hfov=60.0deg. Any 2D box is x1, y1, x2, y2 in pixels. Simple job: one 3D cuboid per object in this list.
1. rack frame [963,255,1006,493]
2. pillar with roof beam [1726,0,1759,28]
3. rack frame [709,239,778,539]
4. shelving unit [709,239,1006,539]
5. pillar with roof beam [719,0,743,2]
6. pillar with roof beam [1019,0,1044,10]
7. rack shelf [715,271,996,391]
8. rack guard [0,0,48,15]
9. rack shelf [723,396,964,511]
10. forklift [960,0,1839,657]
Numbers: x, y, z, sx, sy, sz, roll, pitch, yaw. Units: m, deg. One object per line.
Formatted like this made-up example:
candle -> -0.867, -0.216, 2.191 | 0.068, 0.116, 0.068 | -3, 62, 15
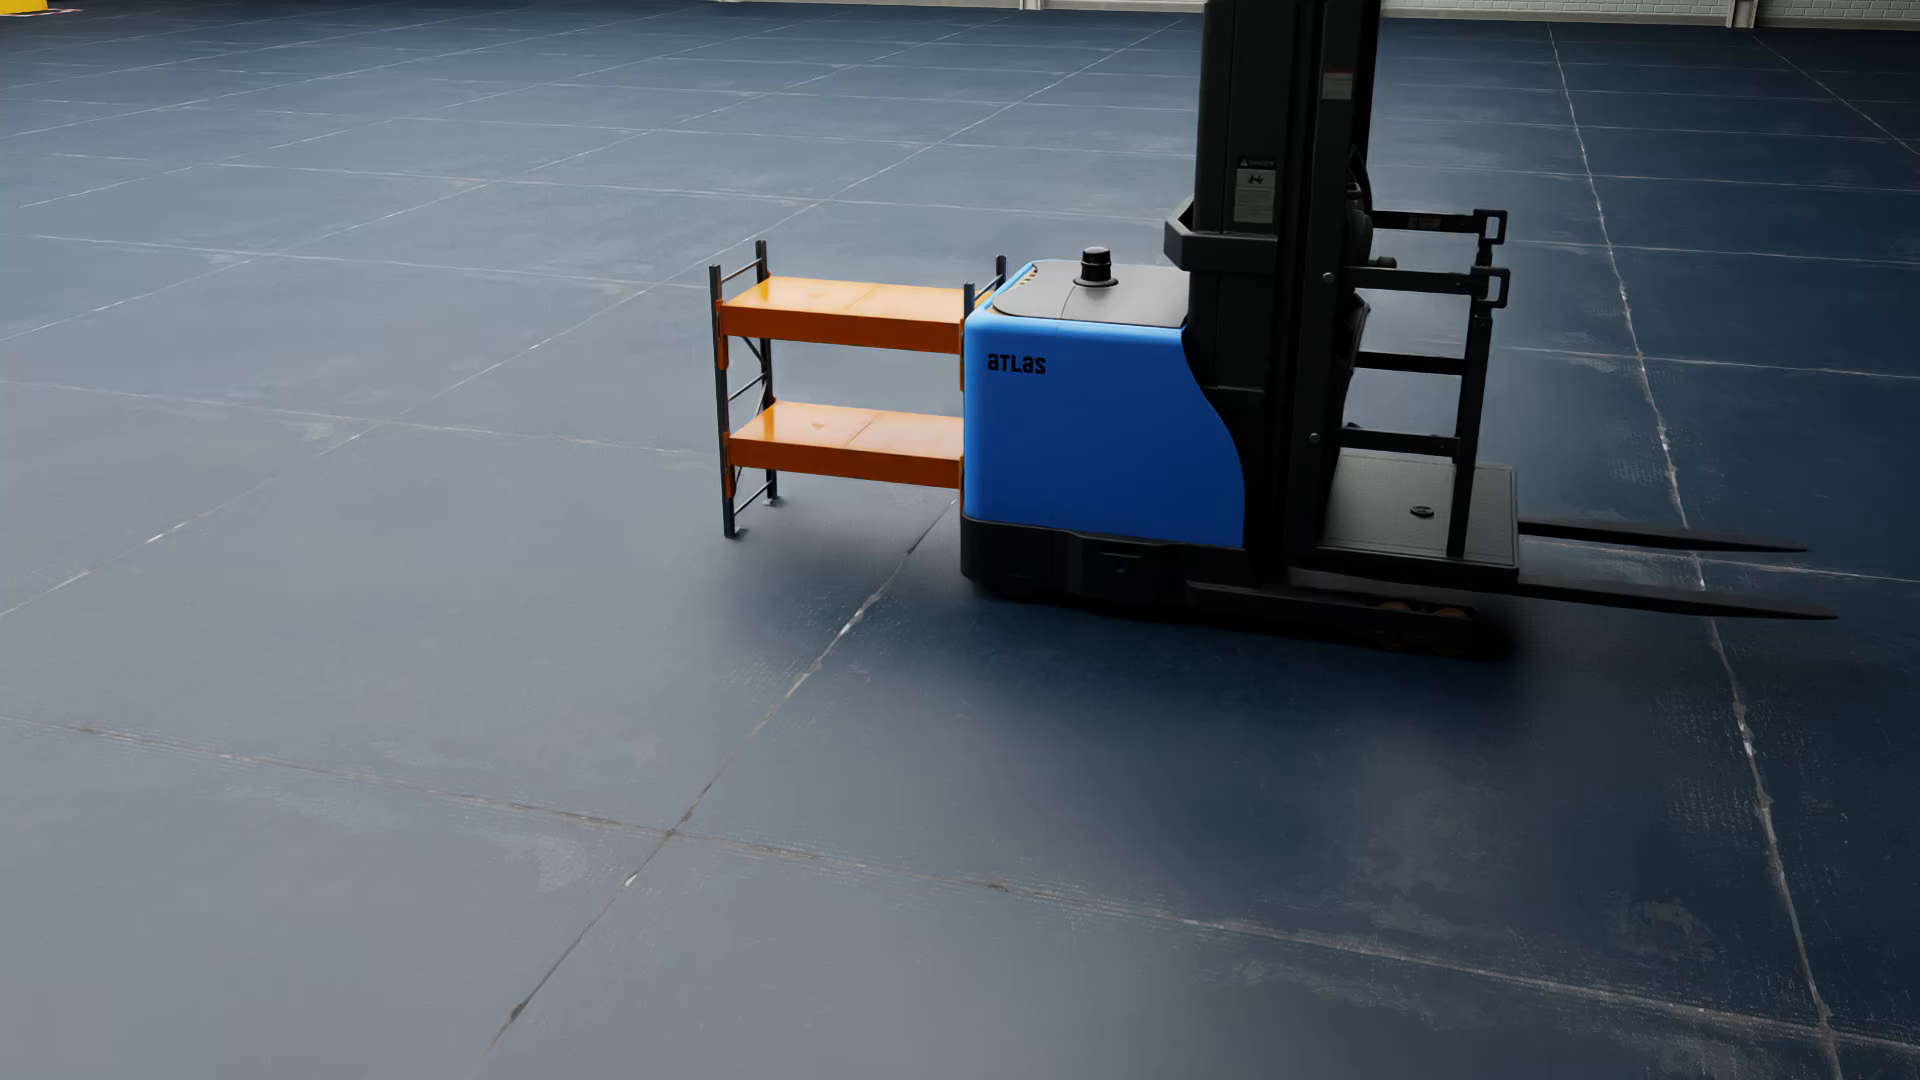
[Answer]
rack frame -> 0.098, -0.509, 6.530 | 0.032, 1.125, 0.500 | 6, 23, 15
pillar with roof beam -> 11.567, -11.032, 21.808 | 0.400, 9.000, 9.100 | 7, 23, 16
rack frame -> -0.877, -0.619, 6.796 | 0.032, 1.125, 0.500 | 6, 23, 15
shelving unit -> -0.390, -0.564, 6.663 | 1.048, 1.125, 0.538 | 6, 23, 15
pillar with roof beam -> -5.665, -13.006, 26.619 | 0.400, 9.000, 9.100 | 7, 23, 16
pillar with roof beam -> 0.079, -12.348, 25.015 | 0.400, 9.000, 9.100 | 7, 23, 16
rack shelf -> -0.390, -0.835, 6.552 | 1.000, 0.278, 0.538 | 6, 23, 15
rack guard -> -17.007, -9.754, 29.890 | 0.348, 0.500, 1.175 | 7, 23, 16
rack shelf -> -0.390, -0.338, 6.756 | 1.000, 0.278, 0.538 | 6, 23, 15
forklift -> 1.577, -1.175, 5.773 | 3.031, 2.935, 1.130 | 6, 23, 15
